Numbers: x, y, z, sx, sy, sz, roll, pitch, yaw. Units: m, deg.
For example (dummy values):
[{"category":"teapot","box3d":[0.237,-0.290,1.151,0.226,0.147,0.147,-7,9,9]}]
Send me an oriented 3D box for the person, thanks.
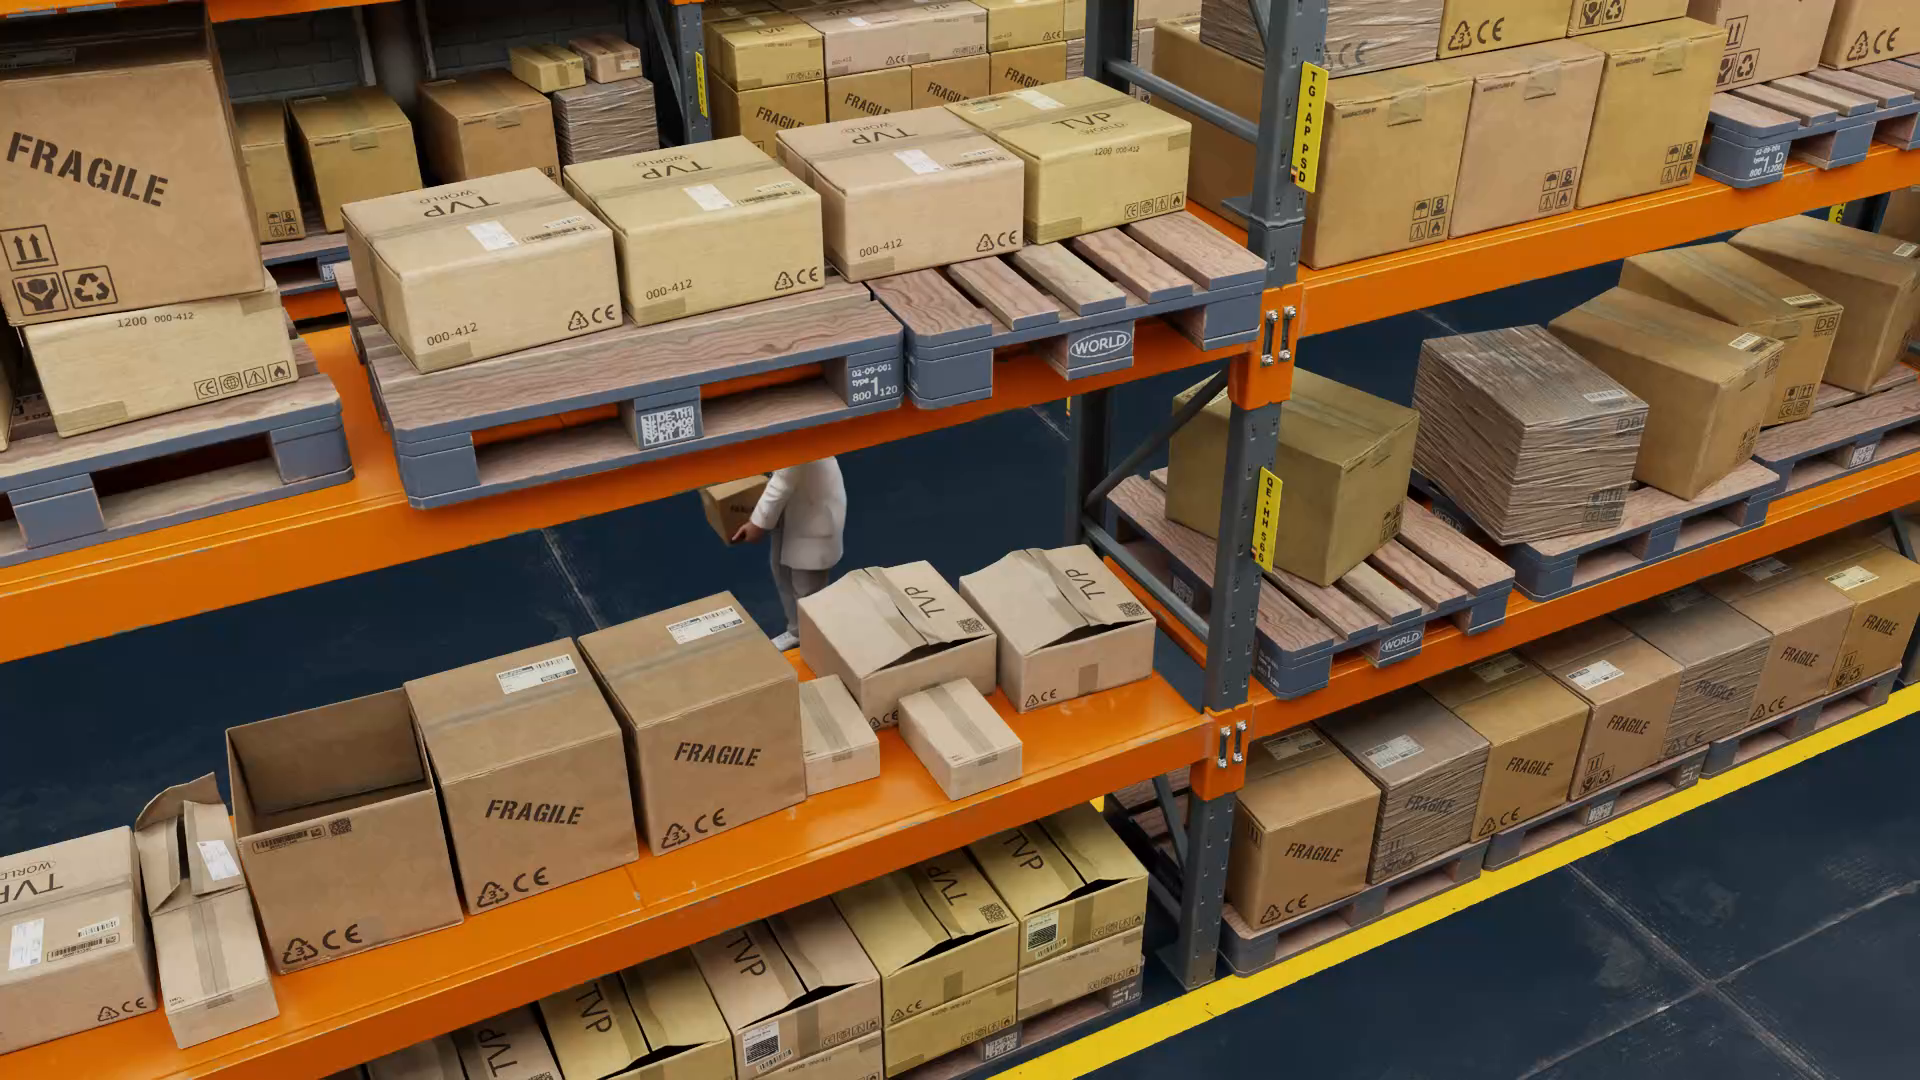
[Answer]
[{"category":"person","box3d":[-0.794,-0.137,7.377,0.574,1.774,0.532,-16,36,-24]}]
